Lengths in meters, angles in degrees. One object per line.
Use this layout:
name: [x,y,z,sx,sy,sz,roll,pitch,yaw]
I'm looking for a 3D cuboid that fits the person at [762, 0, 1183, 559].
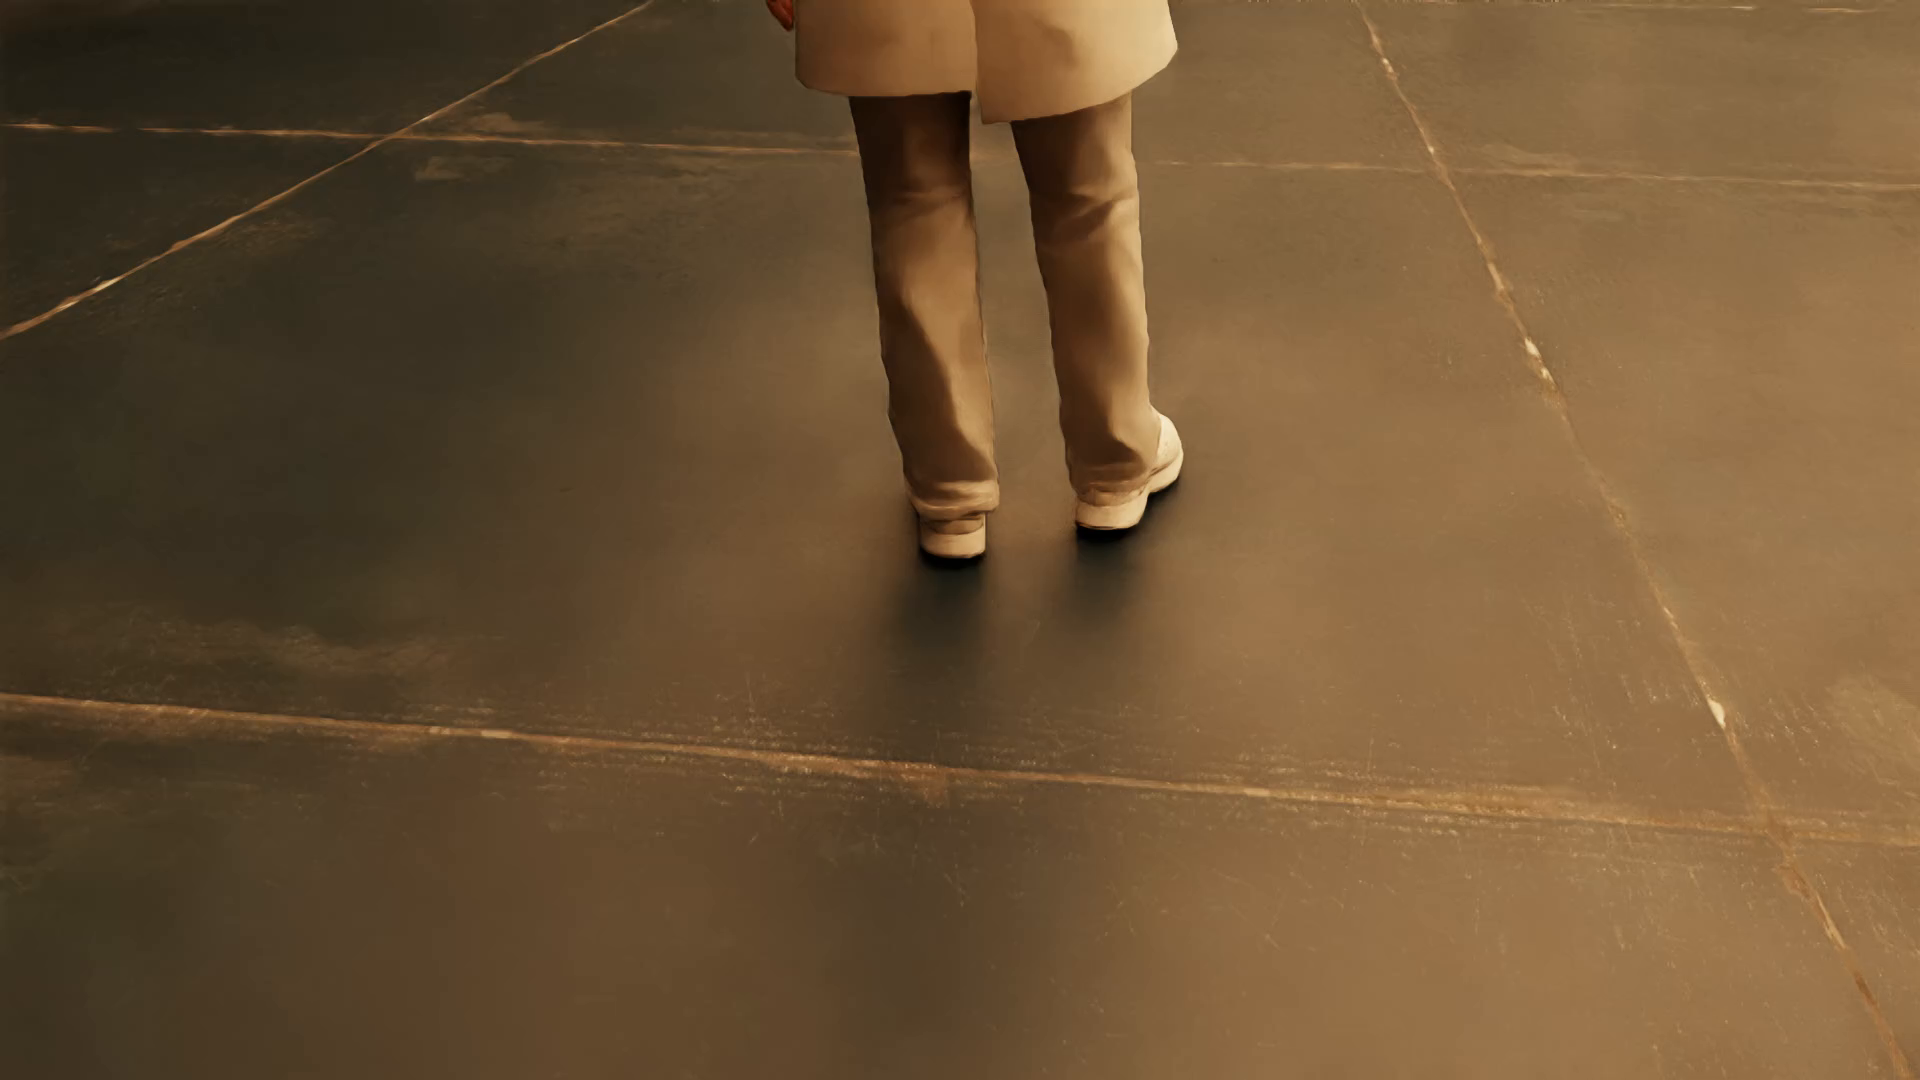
person: [0.017,-0.842,2.180,0.694,1.776,0.579,3,27,7]
